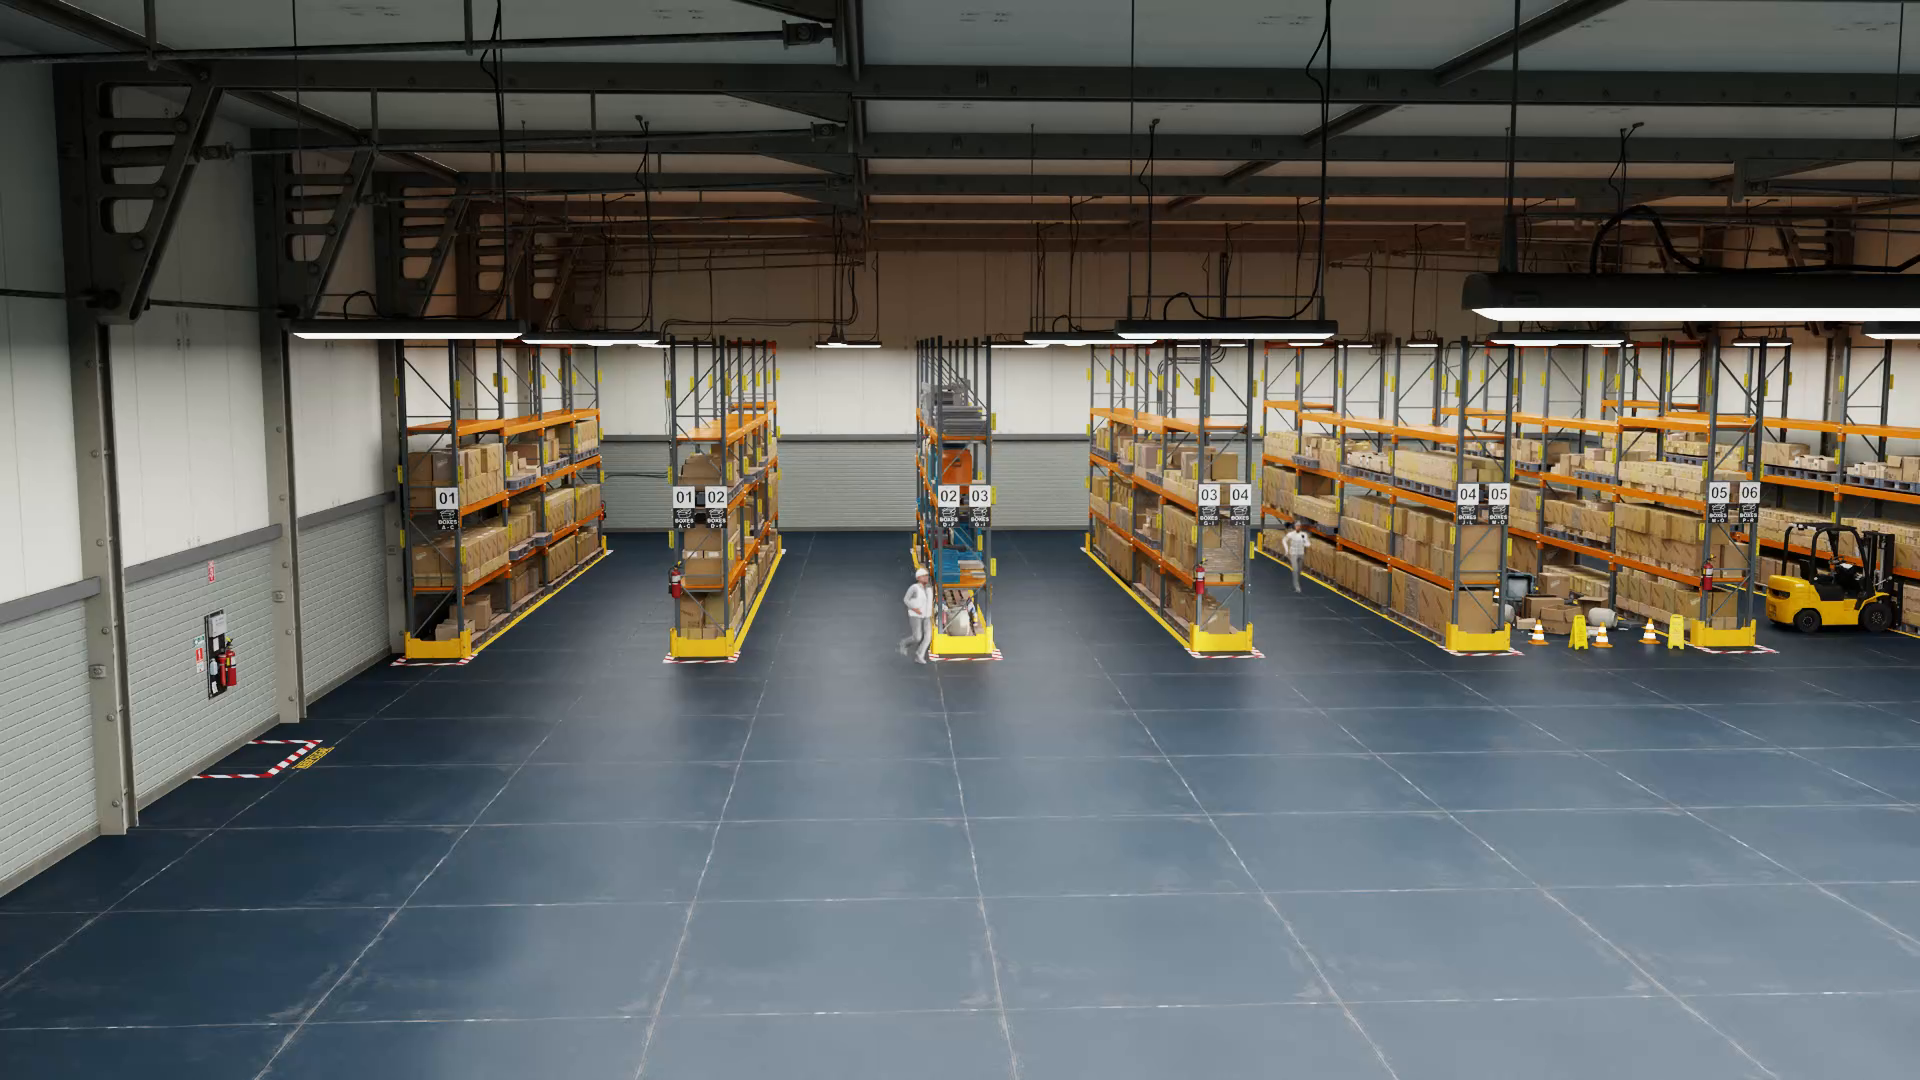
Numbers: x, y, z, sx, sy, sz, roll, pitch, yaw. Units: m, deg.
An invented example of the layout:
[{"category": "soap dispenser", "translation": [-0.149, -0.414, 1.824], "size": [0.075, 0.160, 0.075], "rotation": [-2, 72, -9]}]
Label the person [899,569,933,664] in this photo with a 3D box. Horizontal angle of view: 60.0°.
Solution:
[{"category": "person", "translation": [-0.750, 1.390, 30.697], "size": [0.685, 1.735, 0.681], "rotation": [-5, 8, -39]}]

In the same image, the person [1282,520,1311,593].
[{"category": "person", "translation": [8.035, 0.362, 39.611], "size": [0.608, 1.683, 0.906], "rotation": [-1, 7, -6]}]

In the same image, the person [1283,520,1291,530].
[{"category": "person", "translation": [9.757, -0.615, 49.168], "size": [0.593, 1.566, 0.602], "rotation": [-6, 9, -45]}]
